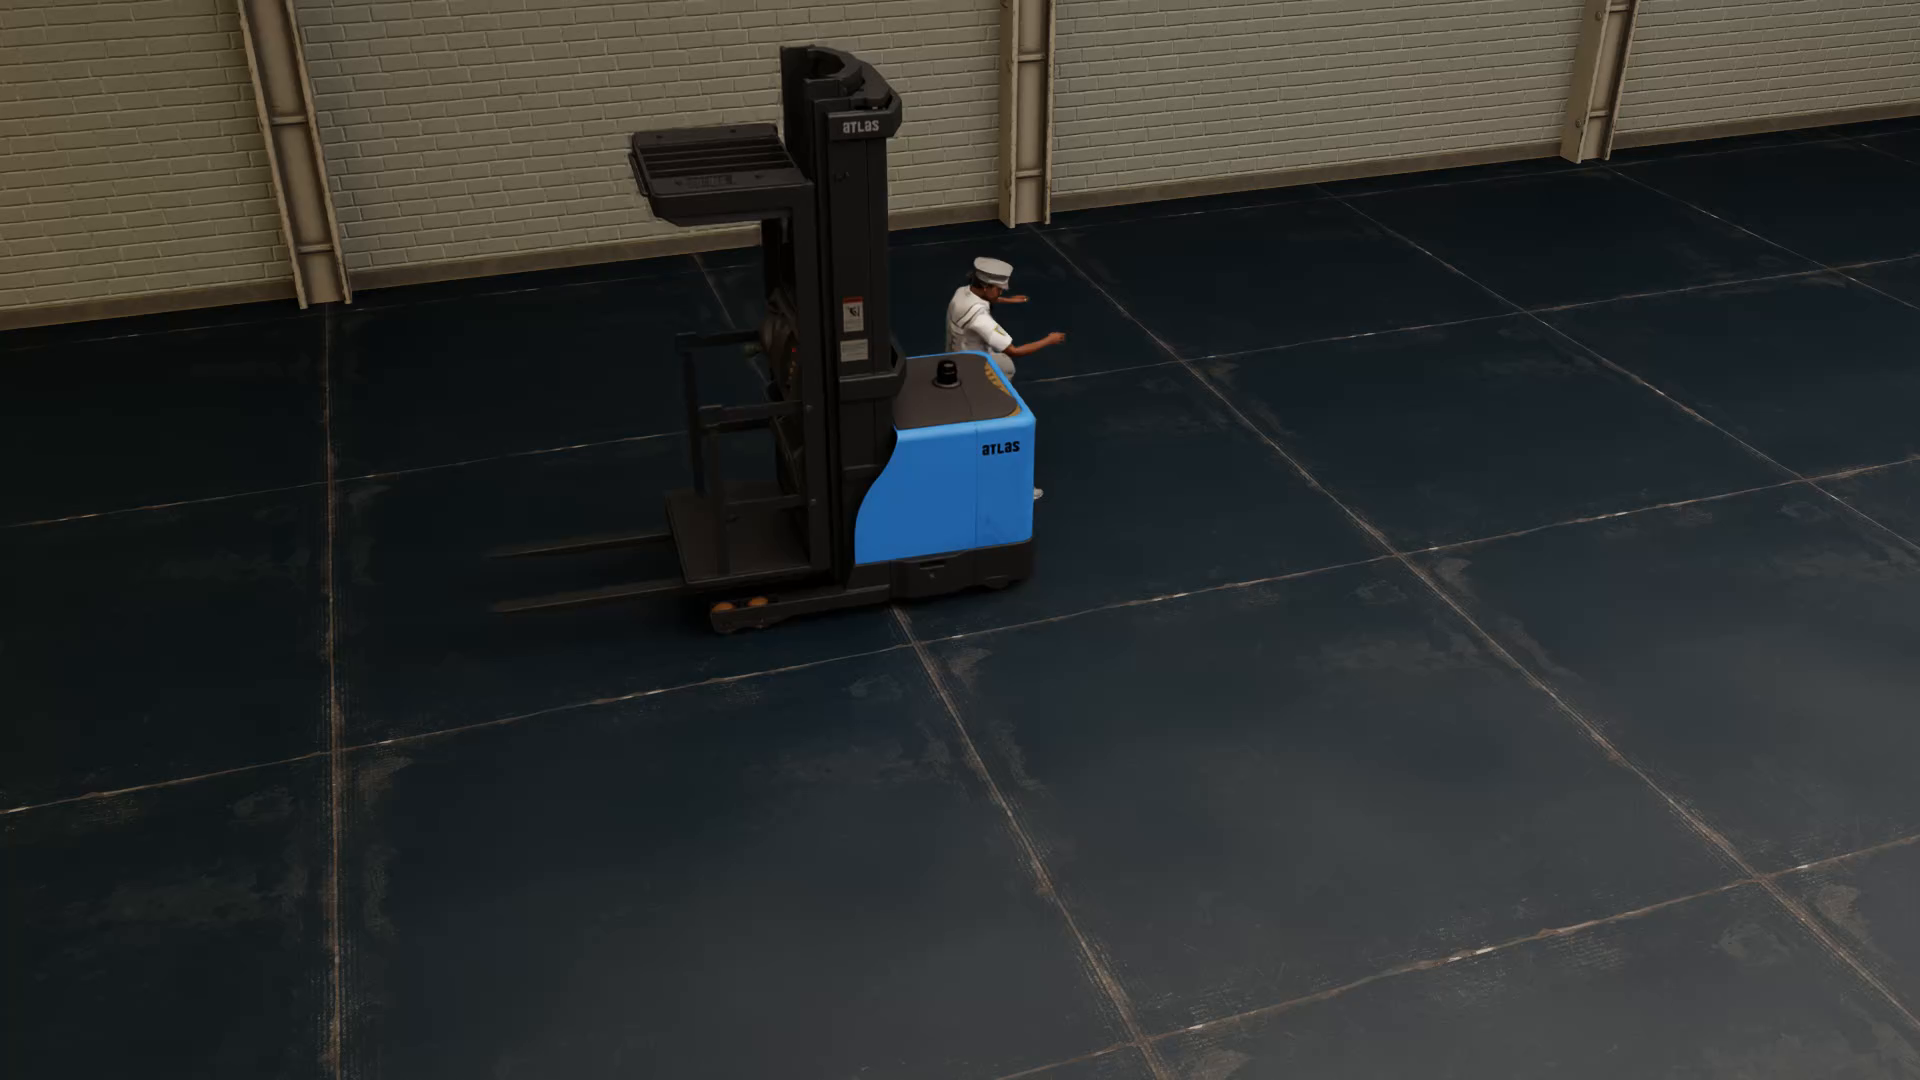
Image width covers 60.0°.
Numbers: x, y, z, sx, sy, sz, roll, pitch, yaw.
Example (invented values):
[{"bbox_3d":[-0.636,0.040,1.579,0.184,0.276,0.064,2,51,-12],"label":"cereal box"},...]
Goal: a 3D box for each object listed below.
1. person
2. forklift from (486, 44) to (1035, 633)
[{"bbox_3d":[0.279,-1.093,10.505,0.734,1.448,0.947,-5,30,-8],"label":"person"},{"bbox_3d":[-1.149,-1.050,8.912,3.031,2.935,1.130,-8,31,-13],"label":"forklift"}]
